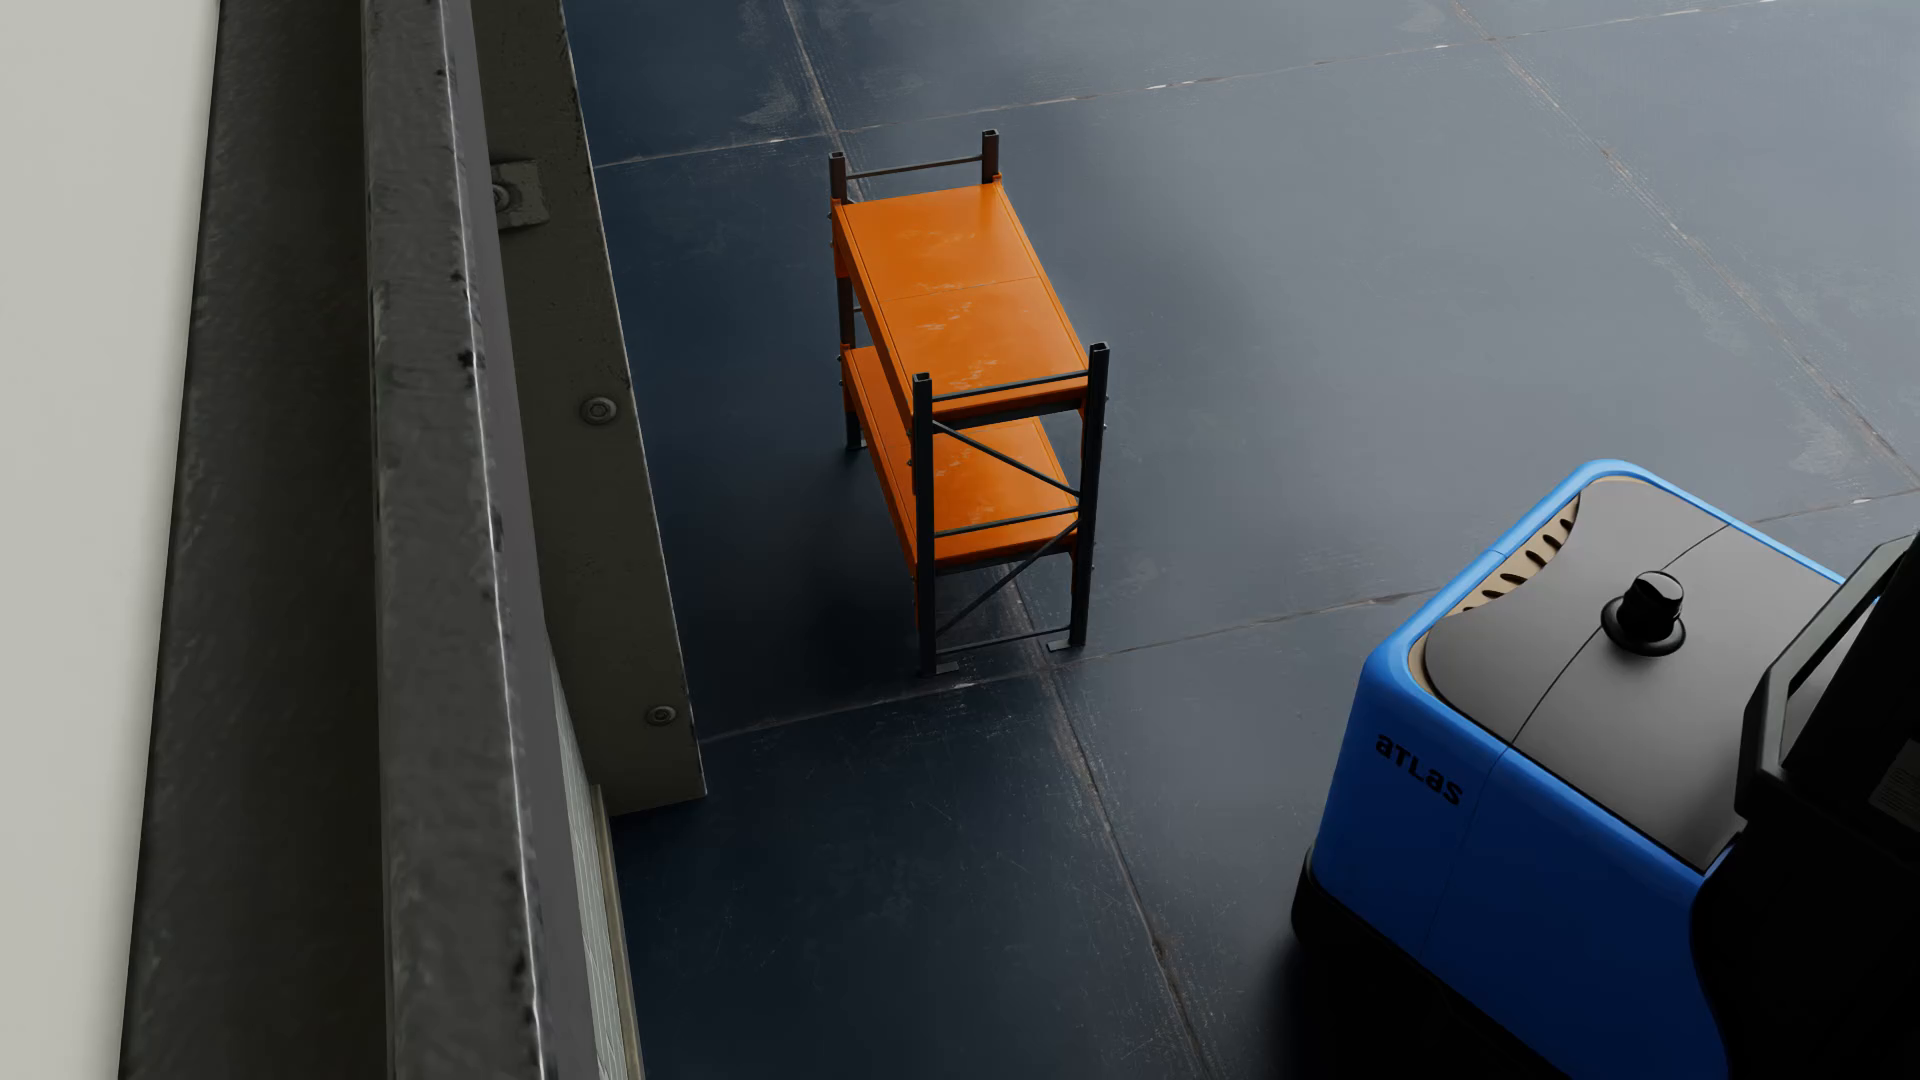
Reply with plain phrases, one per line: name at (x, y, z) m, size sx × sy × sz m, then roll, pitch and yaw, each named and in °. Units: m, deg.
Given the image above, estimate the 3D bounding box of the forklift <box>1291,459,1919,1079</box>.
forklift at (2.226, 0.501, 2.707) m, size 1.130 × 2.935 × 3.031 m, roll -35°, pitch 55°, yaw -29°

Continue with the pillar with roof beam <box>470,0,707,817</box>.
pillar with roof beam at (3.269, -3.344, 2.226) m, size 9.100 × 9.000 × 0.400 m, roll -11°, pitch 47°, yaw -10°

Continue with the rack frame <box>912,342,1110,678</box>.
rack frame at (0.128, -0.047, 4.509) m, size 0.500 × 1.125 × 0.032 m, roll -11°, pitch 47°, yaw -10°

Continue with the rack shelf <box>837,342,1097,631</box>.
rack shelf at (-0.002, -0.227, 5.027) m, size 0.538 × 0.278 × 1.000 m, roll -11°, pitch 47°, yaw -10°

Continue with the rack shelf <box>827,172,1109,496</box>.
rack shelf at (-0.002, -0.603, 4.644) m, size 0.538 × 0.278 × 1.000 m, roll -11°, pitch 47°, yaw -10°

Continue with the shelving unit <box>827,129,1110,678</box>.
shelving unit at (-0.002, -0.398, 4.853) m, size 0.538 × 1.125 × 1.048 m, roll -11°, pitch 47°, yaw -10°

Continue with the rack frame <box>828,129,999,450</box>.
rack frame at (-0.132, -0.749, 5.197) m, size 0.500 × 1.125 × 0.032 m, roll -11°, pitch 47°, yaw -10°
